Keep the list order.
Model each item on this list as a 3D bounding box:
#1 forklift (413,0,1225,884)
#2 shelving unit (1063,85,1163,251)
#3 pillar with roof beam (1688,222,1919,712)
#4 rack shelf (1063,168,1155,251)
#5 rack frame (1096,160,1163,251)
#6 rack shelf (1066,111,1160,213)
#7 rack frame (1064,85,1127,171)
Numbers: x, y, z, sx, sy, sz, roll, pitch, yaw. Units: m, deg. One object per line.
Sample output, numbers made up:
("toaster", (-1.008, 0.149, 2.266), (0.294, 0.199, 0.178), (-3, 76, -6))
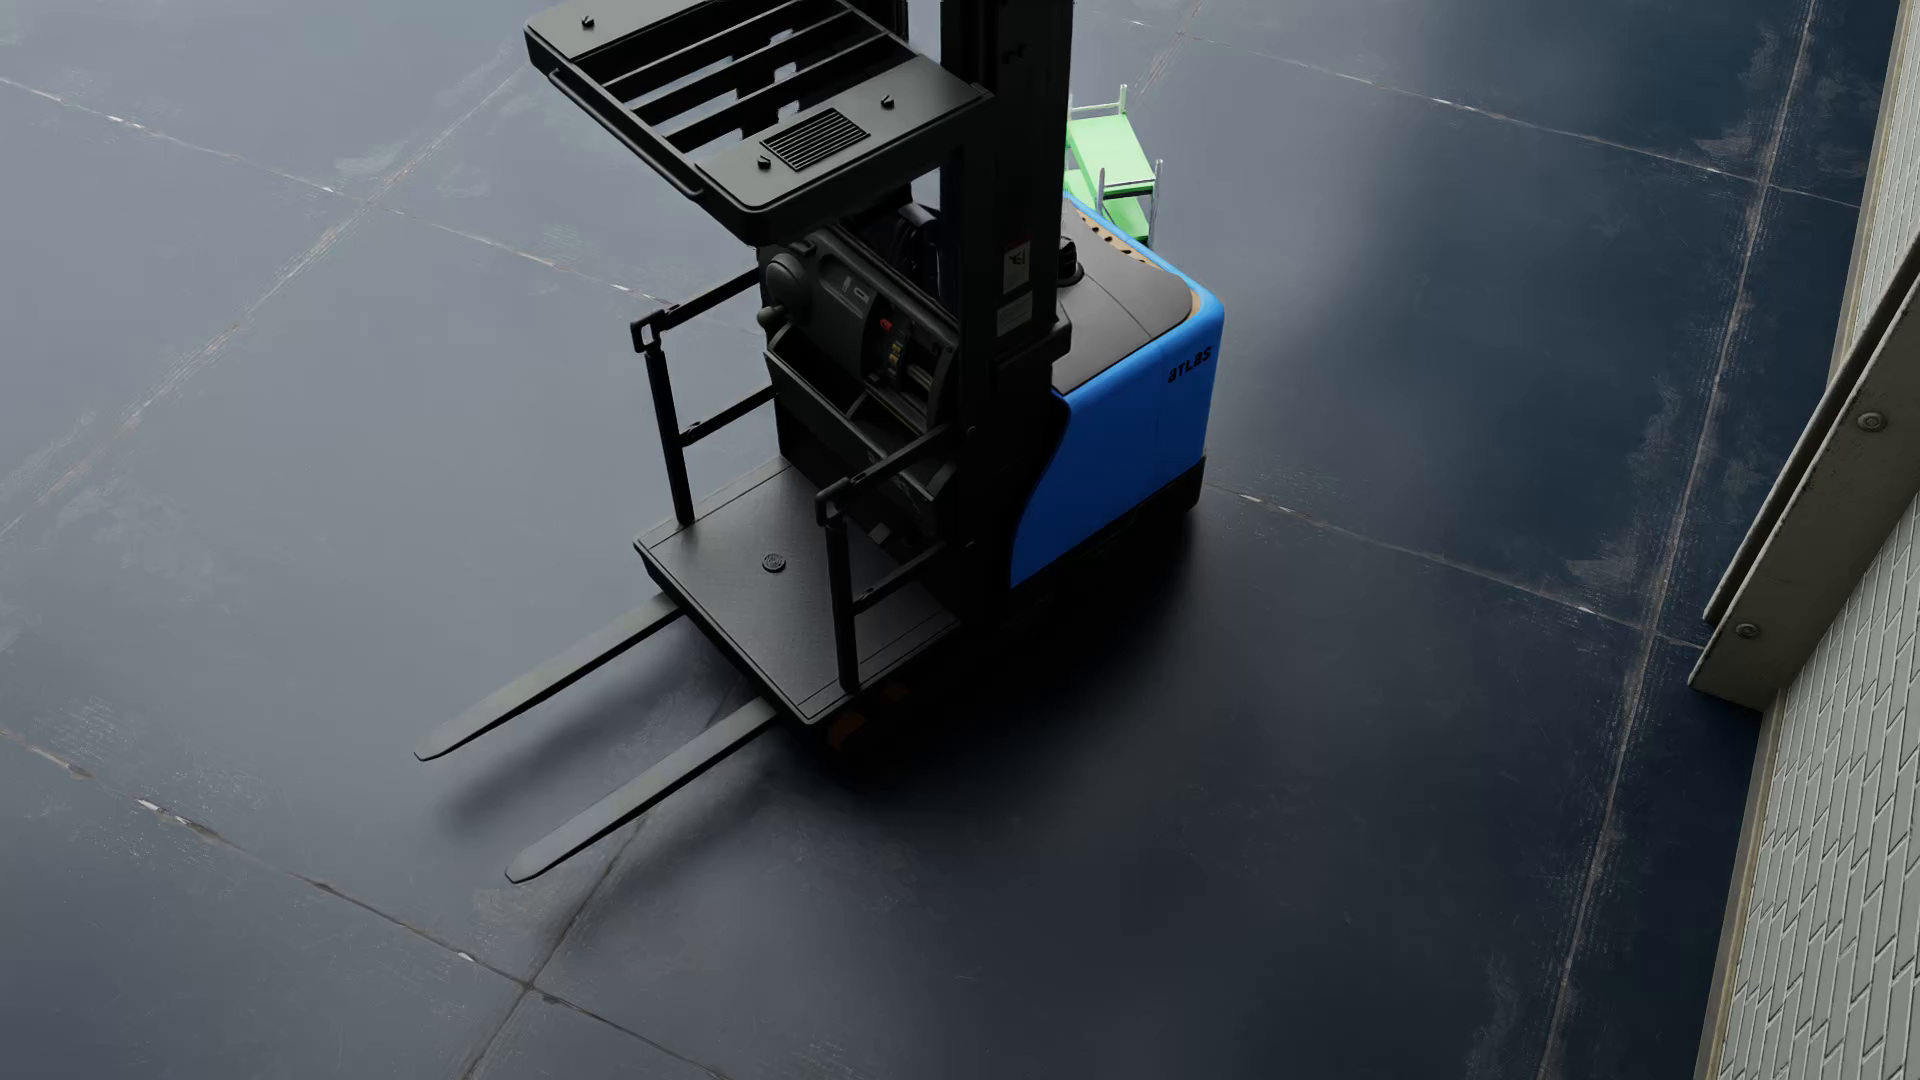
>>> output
("forklift", (-0.495, -0.641, 5.186), (3.031, 2.935, 1.130), (-33, 57, -25))
("shelving unit", (0.584, -1.186, 6.787), (0.258, 1.200, 0.503), (-9, 50, -8))
("pillar with roof beam", (-0.996, -3.868, 3.948), (9.100, 9.000, 0.400), (20, 52, 16))
("rack shelf", (0.584, -1.300, 6.653), (0.258, 0.148, 0.480), (-9, 50, -8))
("rack frame", (0.635, -1.004, 6.632), (0.240, 1.200, 0.015), (-9, 50, -8))
("rack shelf", (0.584, -1.456, 6.470), (0.258, 0.148, 0.480), (-9, 50, -8))
("rack frame", (0.533, -1.368, 6.941), (0.240, 1.200, 0.015), (-9, 50, -8))
